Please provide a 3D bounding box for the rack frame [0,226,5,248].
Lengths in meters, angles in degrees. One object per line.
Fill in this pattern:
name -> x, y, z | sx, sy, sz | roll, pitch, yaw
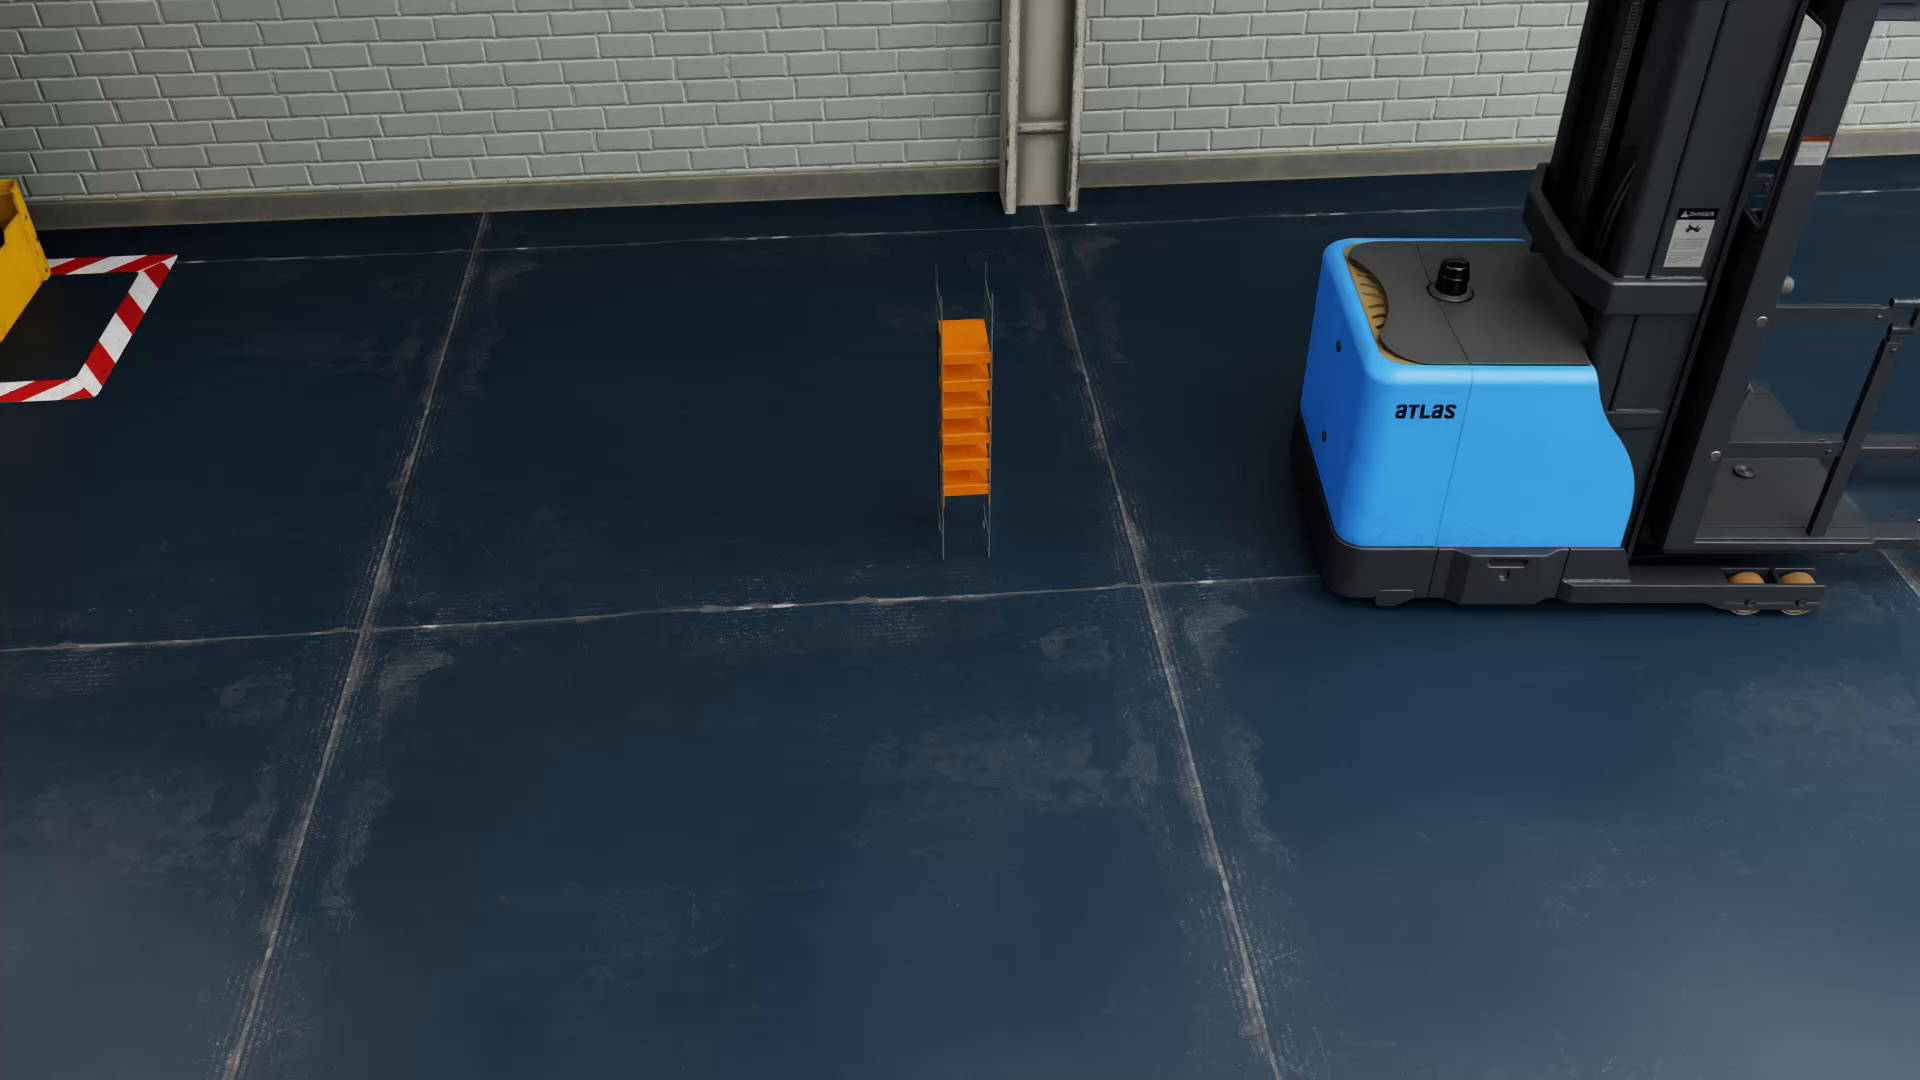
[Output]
rack frame -> -4.777, -2.197, 7.113 | 0.127, 3.000, 1.000 | -3, 38, -4

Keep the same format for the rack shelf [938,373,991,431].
rack shelf -> 0.014, -0.531, 6.333 | 0.180, 0.103, 0.258 | -3, 38, -4

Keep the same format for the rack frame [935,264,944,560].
rack frame -> -0.077, -0.467, 6.373 | 0.006, 1.200, 0.240 | -3, 38, -4

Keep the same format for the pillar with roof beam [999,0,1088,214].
pillar with roof beam -> 0.808, -2.743, 2.962 | 0.400, 9.000, 9.100 | -3, 38, -4

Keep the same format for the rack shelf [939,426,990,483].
rack shelf -> 0.014, -0.343, 6.481 | 0.180, 0.103, 0.258 | -3, 38, -4

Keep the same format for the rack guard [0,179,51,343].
rack guard -> -4.753, -1.217, 7.889 | 0.348, 0.500, 1.175 | -3, 38, -4

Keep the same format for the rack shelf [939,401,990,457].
rack shelf -> 0.014, -0.437, 6.407 | 0.180, 0.103, 0.258 | -3, 38, -4

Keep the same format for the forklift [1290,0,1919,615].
forklift -> 2.921, -1.195, 5.898 | 3.031, 2.935, 1.130 | 0, 38, 0

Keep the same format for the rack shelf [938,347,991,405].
rack shelf -> 0.014, -0.625, 6.258 | 0.180, 0.103, 0.258 | -3, 38, -4

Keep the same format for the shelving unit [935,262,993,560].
shelving unit -> 0.014, -0.472, 6.379 | 0.189, 1.200, 0.258 | -3, 38, -4

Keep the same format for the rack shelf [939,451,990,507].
rack shelf -> 0.014, -0.249, 6.556 | 0.180, 0.103, 0.258 | -3, 38, -4

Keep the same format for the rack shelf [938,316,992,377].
rack shelf -> 0.014, -0.720, 6.184 | 0.180, 0.103, 0.258 | -3, 38, -4

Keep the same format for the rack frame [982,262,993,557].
rack frame -> 0.106, -0.477, 6.386 | 0.006, 1.200, 0.240 | -3, 38, -4
